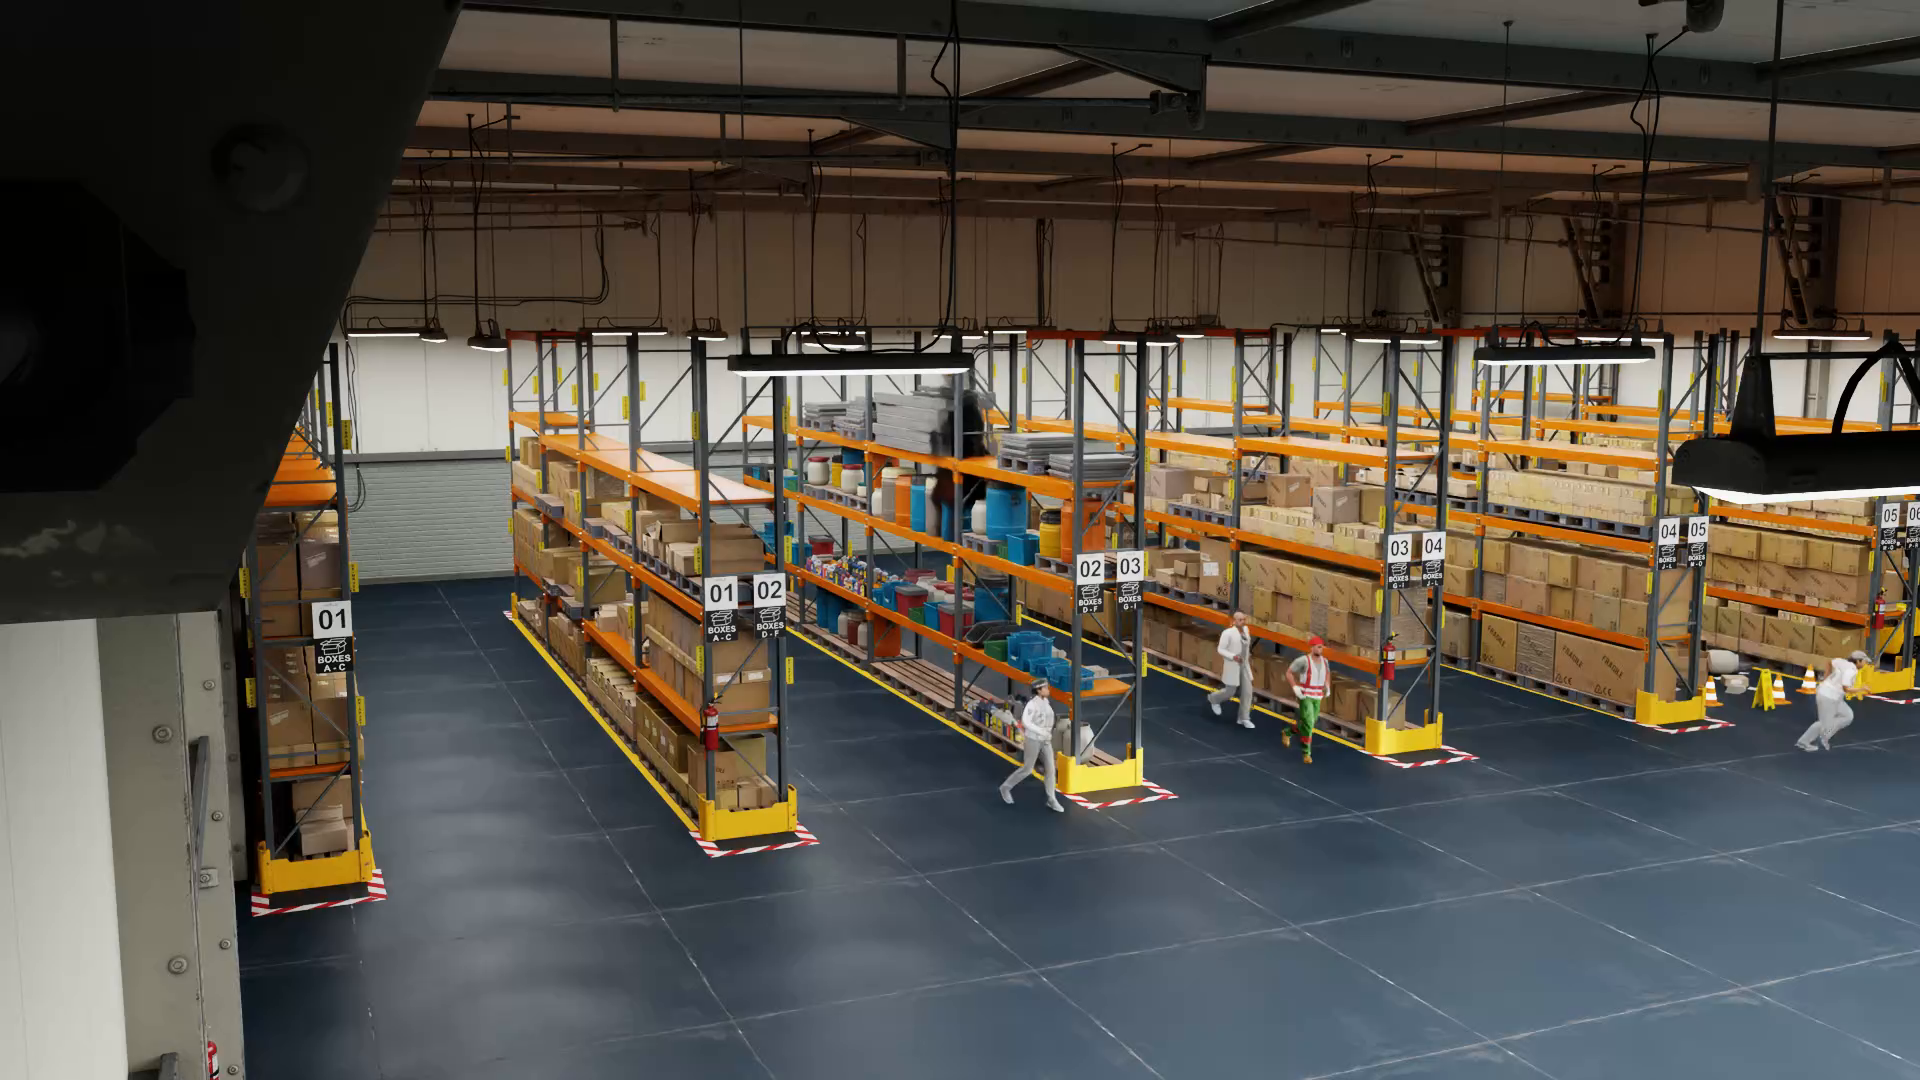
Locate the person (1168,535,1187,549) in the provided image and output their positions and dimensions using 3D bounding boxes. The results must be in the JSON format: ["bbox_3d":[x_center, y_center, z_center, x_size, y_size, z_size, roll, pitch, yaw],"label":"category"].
[{"bbox_3d":[5.480,-0.260,42.023,0.800,1.748,0.697,-3,8,-22],"label":"person"}]

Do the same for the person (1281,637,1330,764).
[{"bbox_3d":[5.002,2.239,23.831,0.708,1.752,0.844,-4,9,-26],"label":"person"}]

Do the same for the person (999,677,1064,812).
[{"bbox_3d":[1.028,2.592,21.421,0.918,1.673,0.674,5,10,35],"label":"person"}]

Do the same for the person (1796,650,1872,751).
[{"bbox_3d":[12.656,2.315,24.075,0.911,1.516,0.640,3,8,22],"label":"person"}]

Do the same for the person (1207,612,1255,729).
[{"bbox_3d":[4.234,1.967,25.708,0.695,1.763,0.991,-4,9,-29],"label":"person"}]
